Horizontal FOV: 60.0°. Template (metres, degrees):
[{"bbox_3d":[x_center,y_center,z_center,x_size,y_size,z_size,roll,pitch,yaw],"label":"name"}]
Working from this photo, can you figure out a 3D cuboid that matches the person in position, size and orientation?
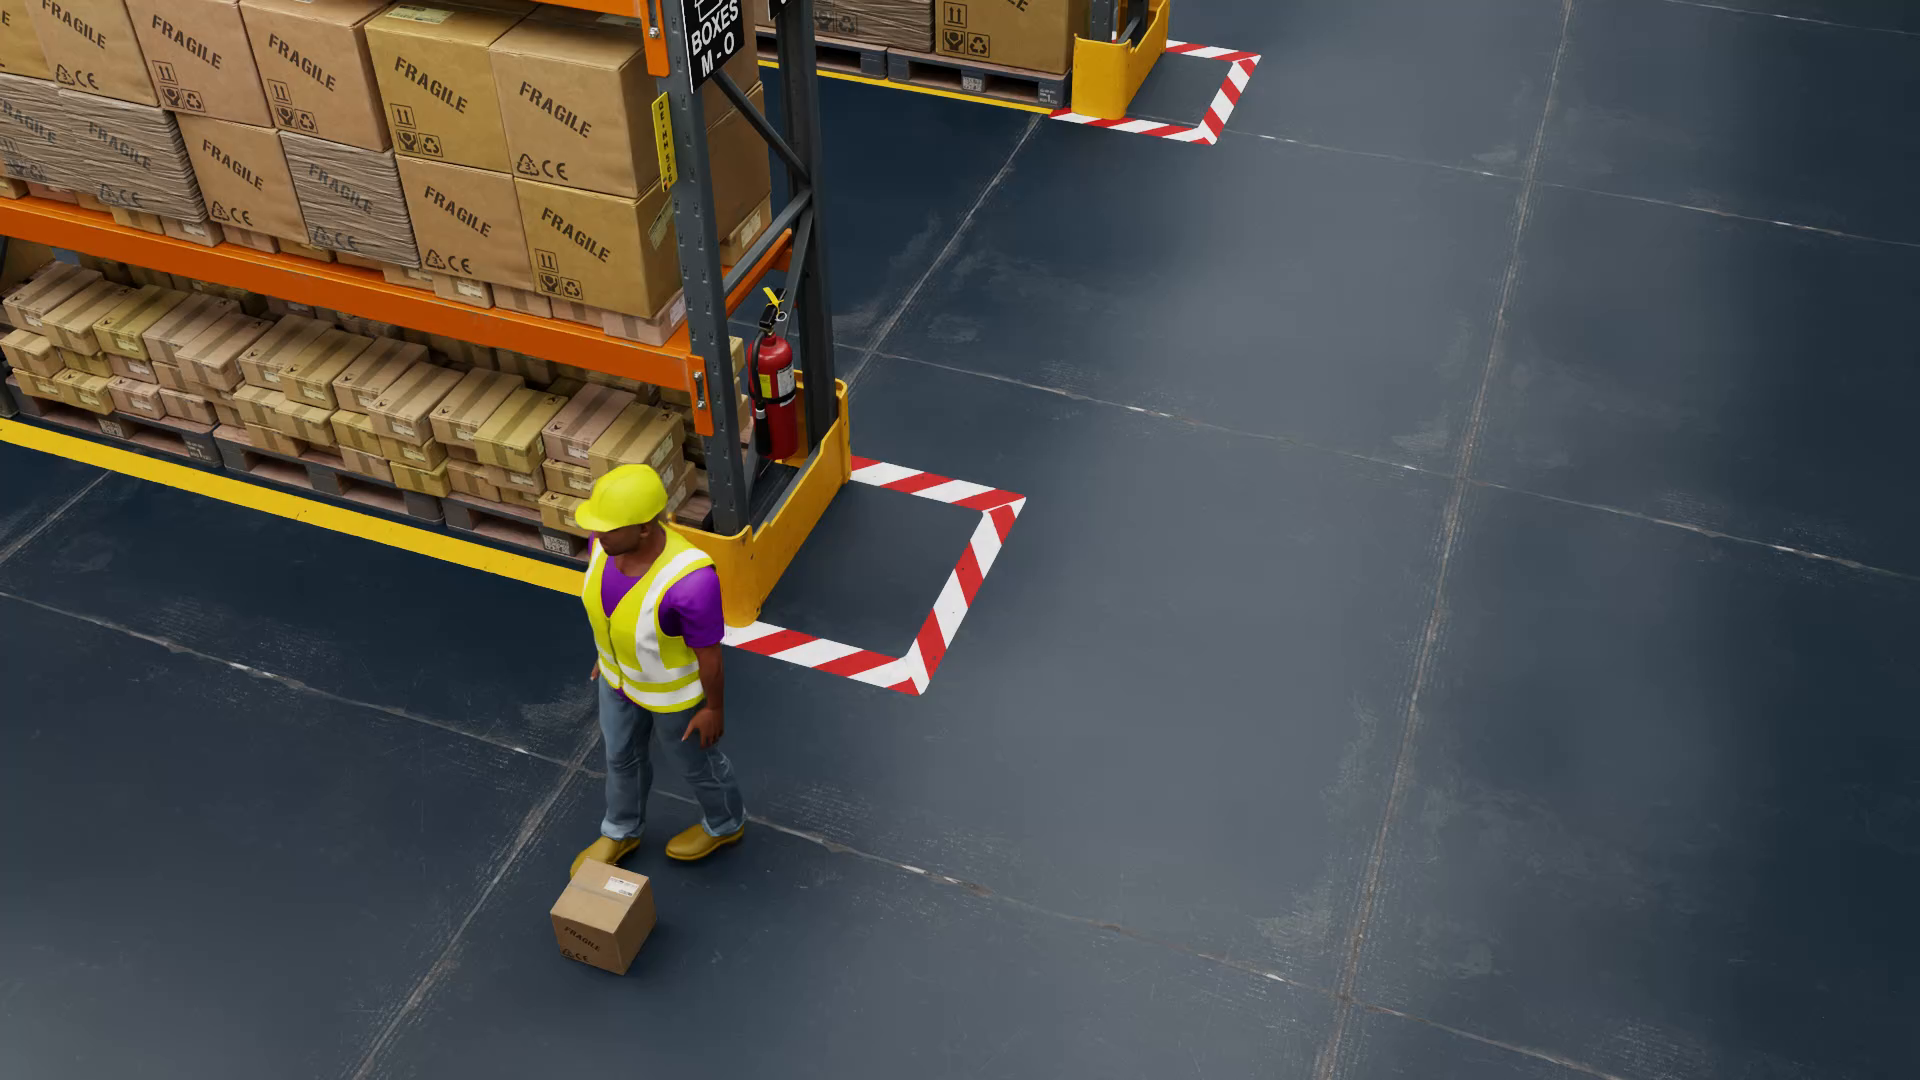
[{"bbox_3d":[-1.084,0.506,5.559,0.573,1.763,0.610,29,49,29],"label":"person"}]
